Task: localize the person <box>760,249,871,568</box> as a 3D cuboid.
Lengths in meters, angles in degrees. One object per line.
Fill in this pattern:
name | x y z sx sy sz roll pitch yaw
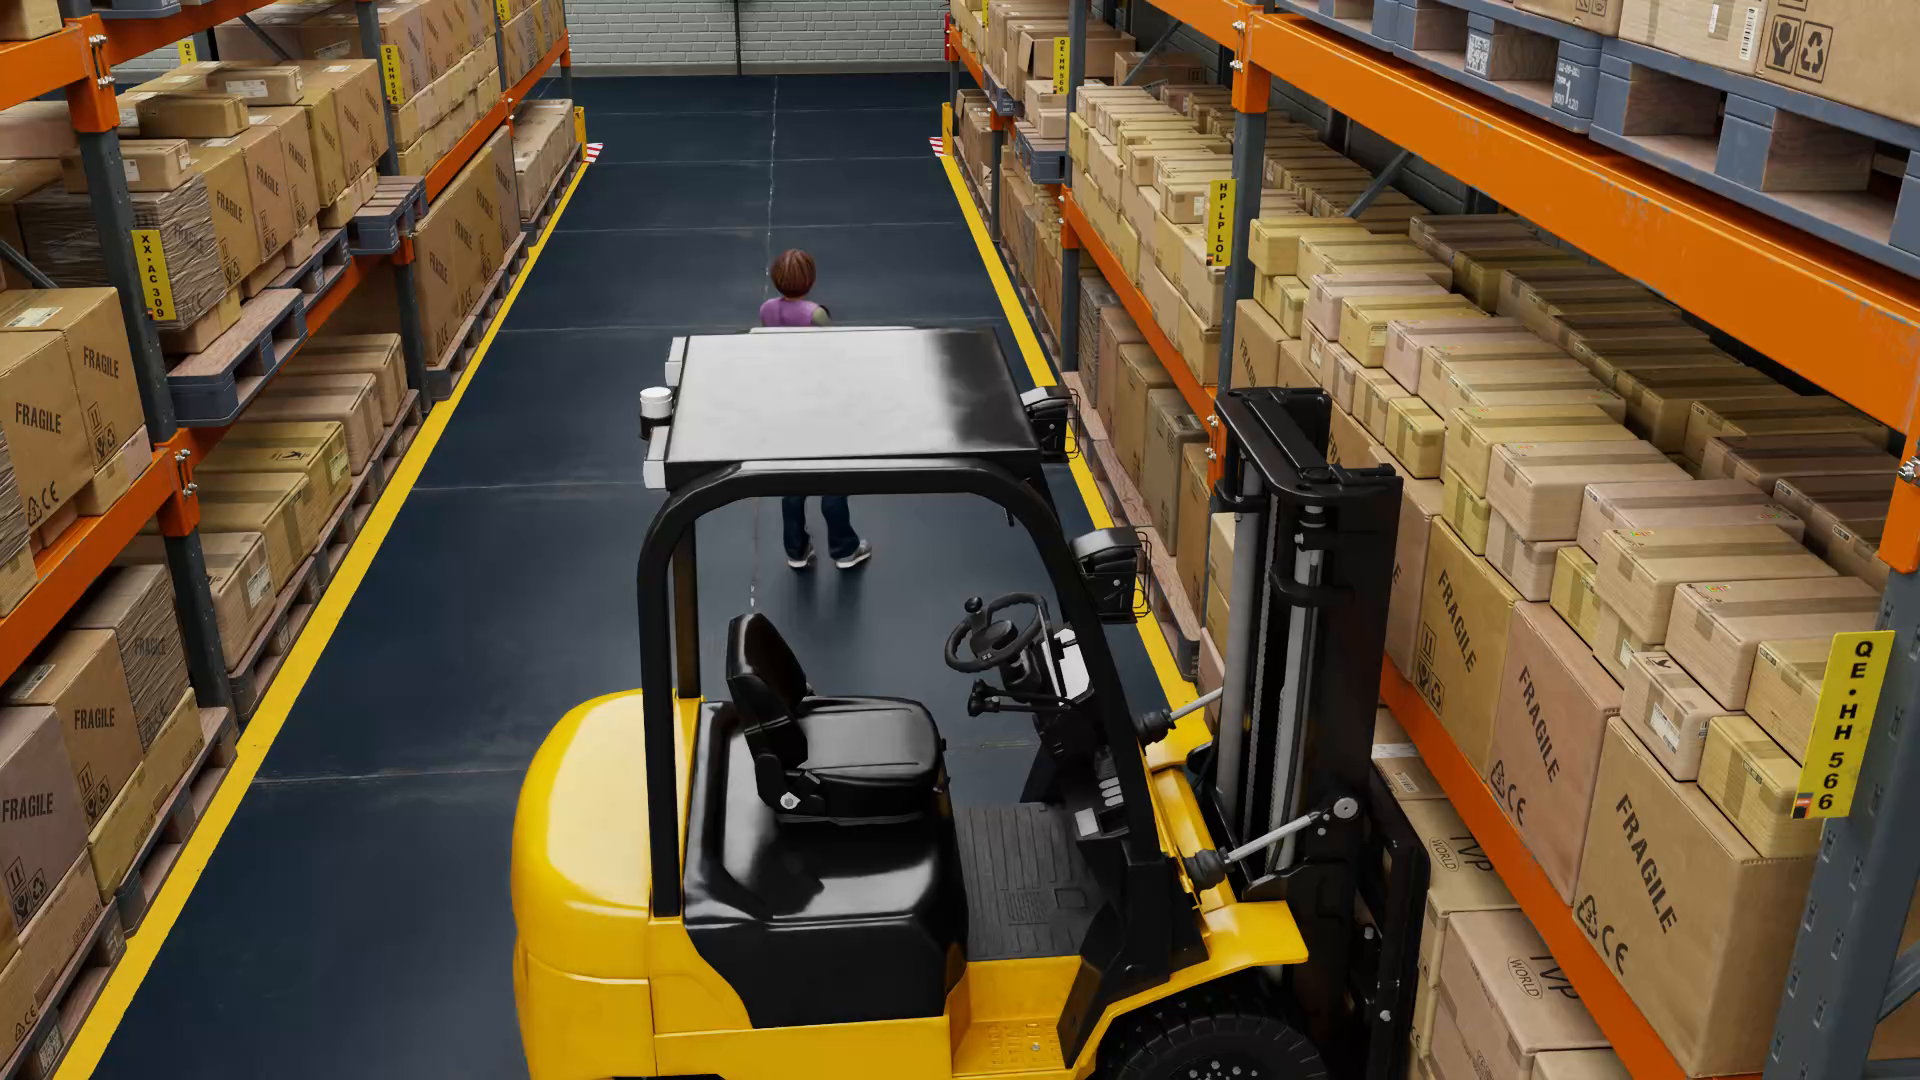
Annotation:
person | -0.695 -0.631 7.991 0.434 1.603 0.440 16 29 31
